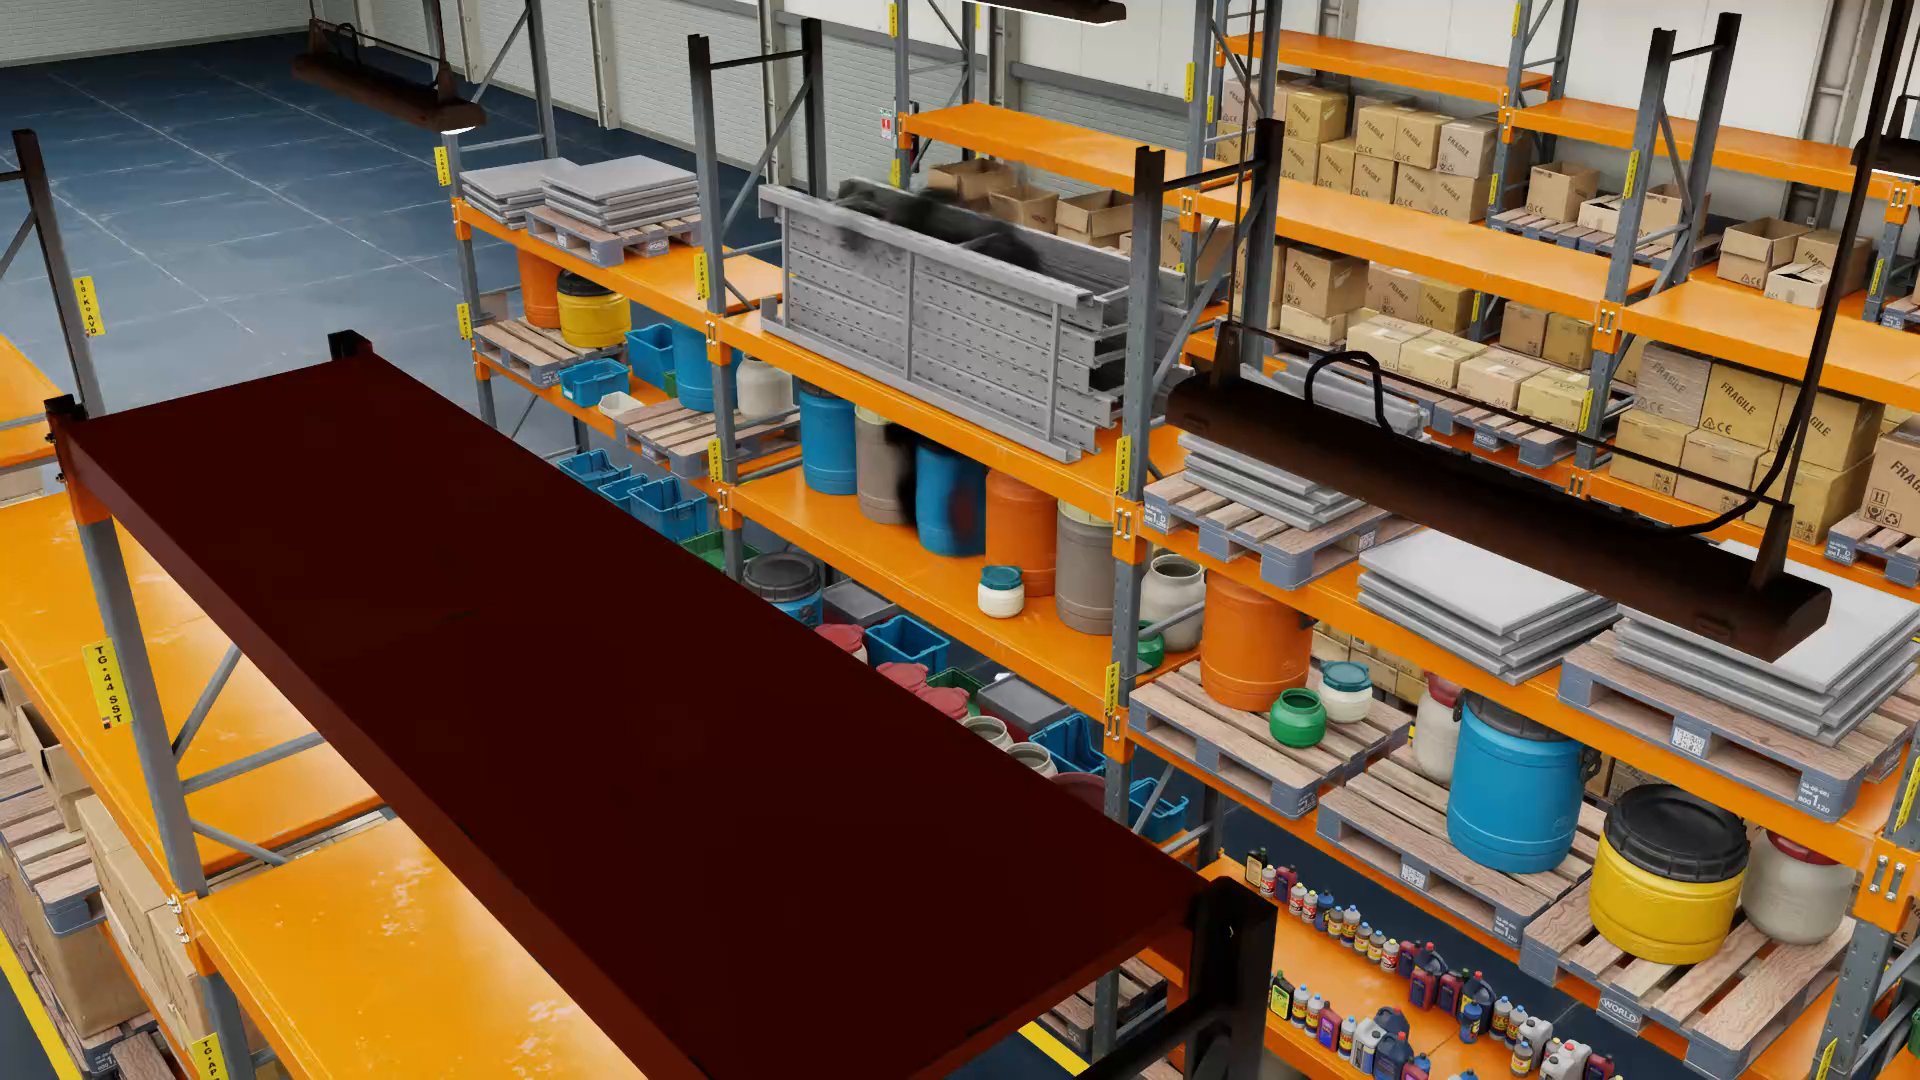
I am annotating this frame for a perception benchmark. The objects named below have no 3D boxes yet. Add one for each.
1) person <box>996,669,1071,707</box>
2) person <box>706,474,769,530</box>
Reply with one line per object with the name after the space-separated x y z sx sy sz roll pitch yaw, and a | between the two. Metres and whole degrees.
0.630 0.735 13.884 0.893 1.447 0.530 21 33 35 | person
-2.172 -0.333 16.322 0.625 1.718 0.700 19 33 33 | person
